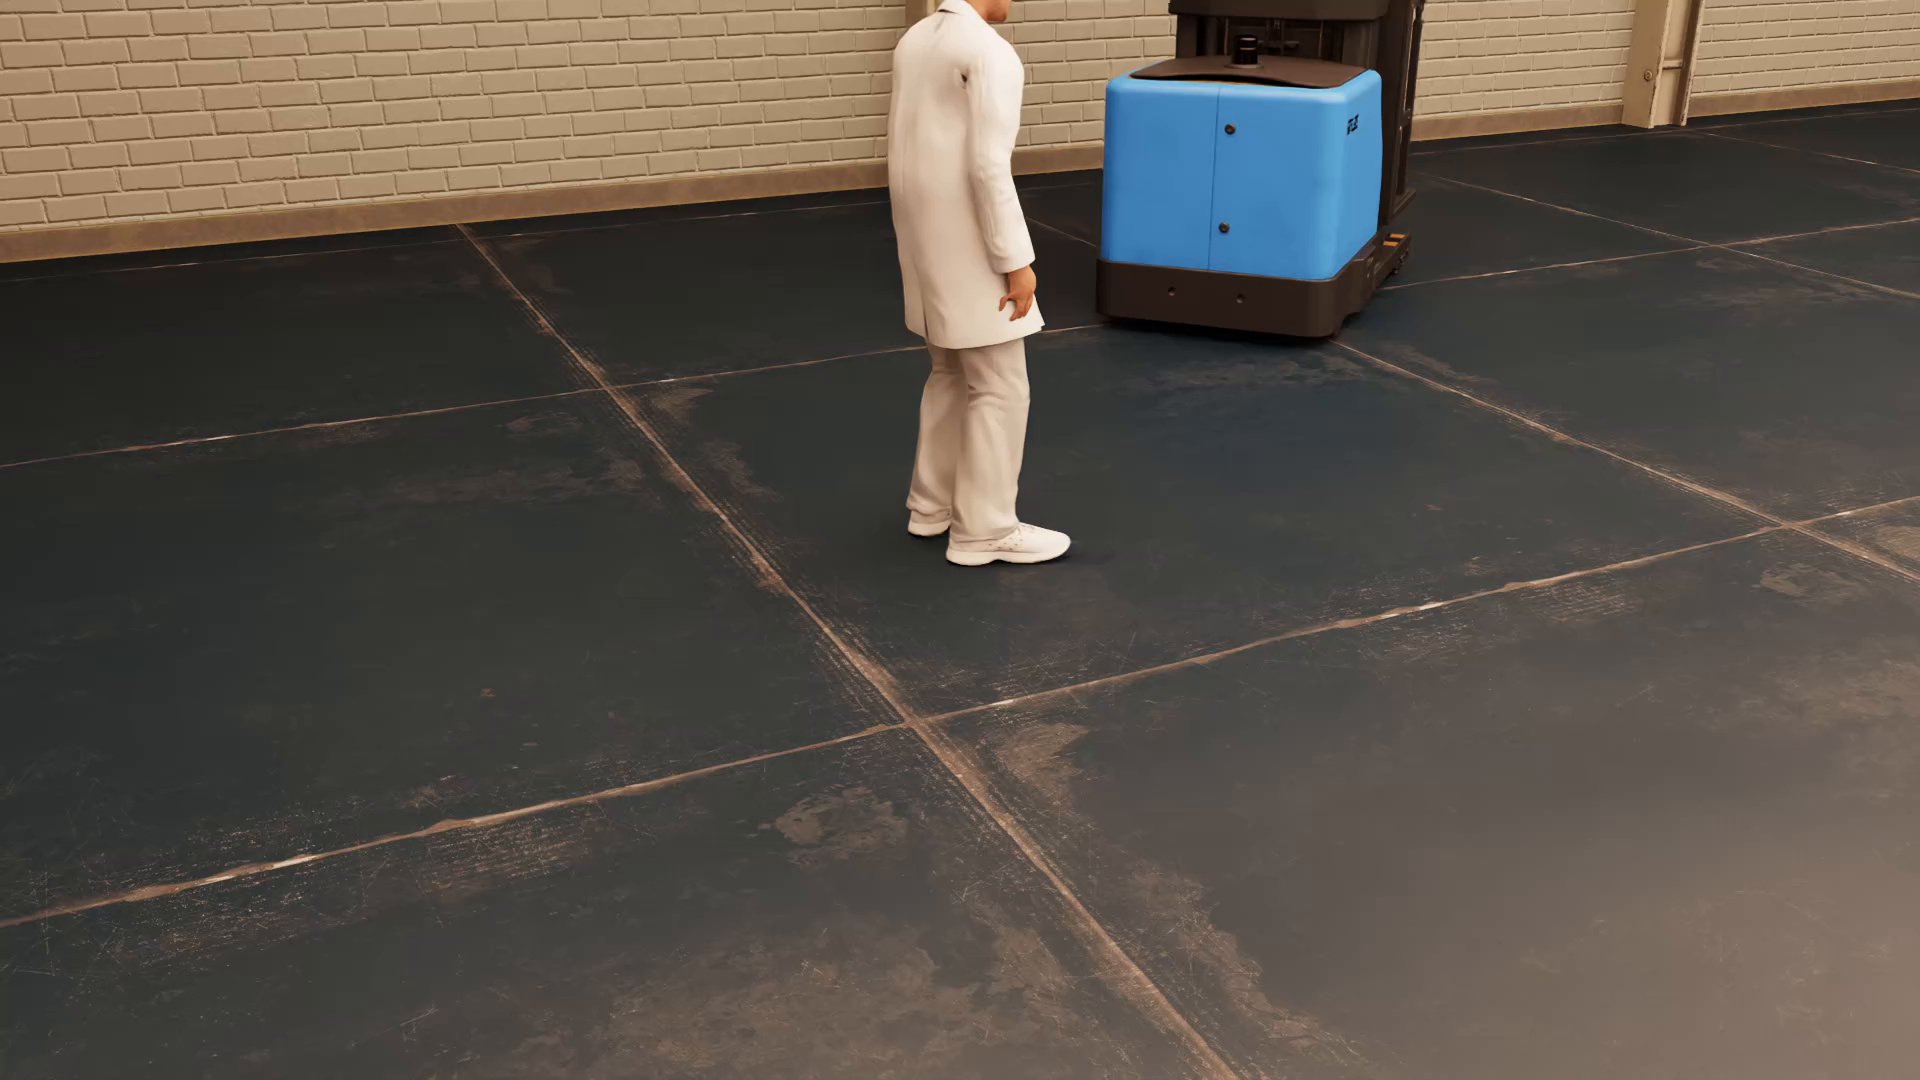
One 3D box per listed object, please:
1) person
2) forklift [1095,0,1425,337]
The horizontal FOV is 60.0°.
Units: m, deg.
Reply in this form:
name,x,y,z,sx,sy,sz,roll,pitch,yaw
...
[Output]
name,x,y,z,sx,sy,sz,roll,pitch,yaw
person,0.025,-0.827,4.787,0.431,1.773,0.644,-11,25,-25
forklift,1.651,-2.735,7.870,1.130,2.935,3.031,9,24,22
